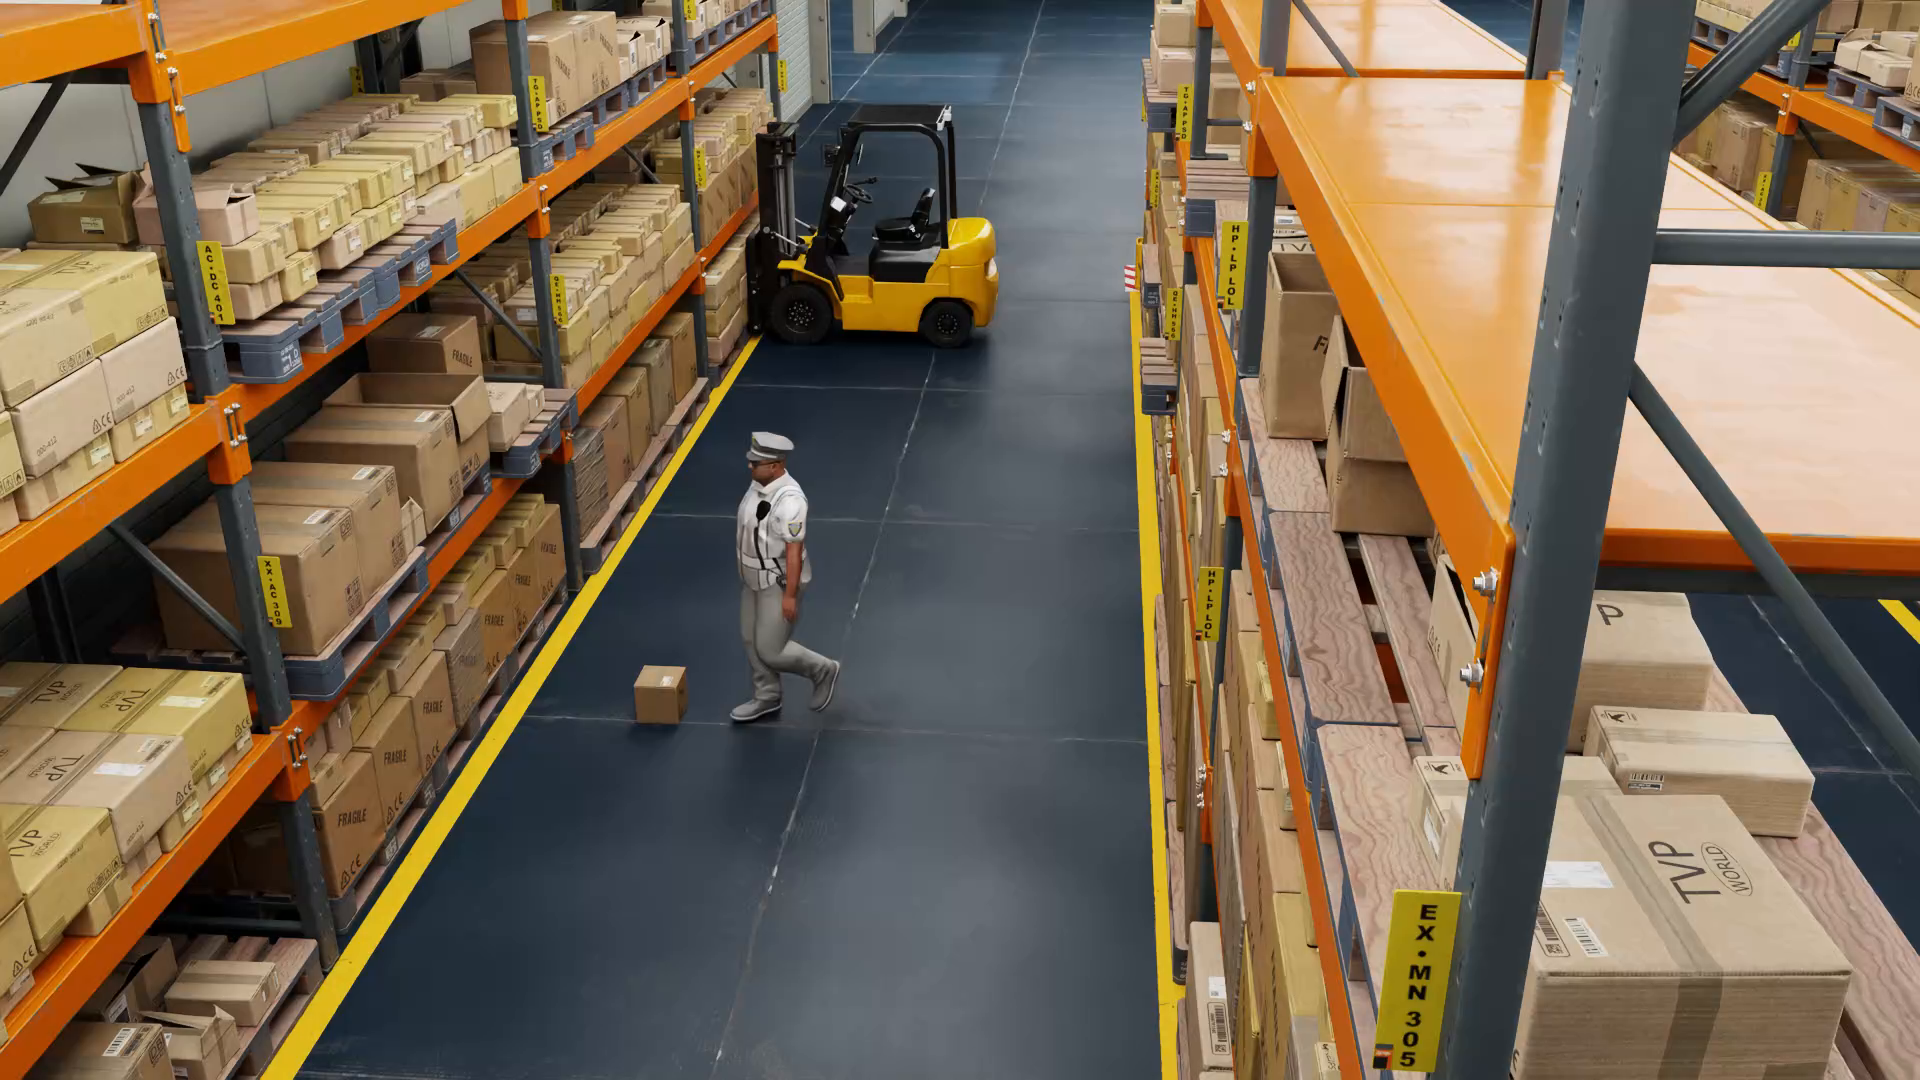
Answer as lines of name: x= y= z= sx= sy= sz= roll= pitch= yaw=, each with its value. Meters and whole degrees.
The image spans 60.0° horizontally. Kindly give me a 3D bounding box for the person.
person: x=-1.062 y=0.210 z=9.471 sx=0.589 sy=1.750 sz=0.545 roll=-14 pitch=28 yaw=-27
